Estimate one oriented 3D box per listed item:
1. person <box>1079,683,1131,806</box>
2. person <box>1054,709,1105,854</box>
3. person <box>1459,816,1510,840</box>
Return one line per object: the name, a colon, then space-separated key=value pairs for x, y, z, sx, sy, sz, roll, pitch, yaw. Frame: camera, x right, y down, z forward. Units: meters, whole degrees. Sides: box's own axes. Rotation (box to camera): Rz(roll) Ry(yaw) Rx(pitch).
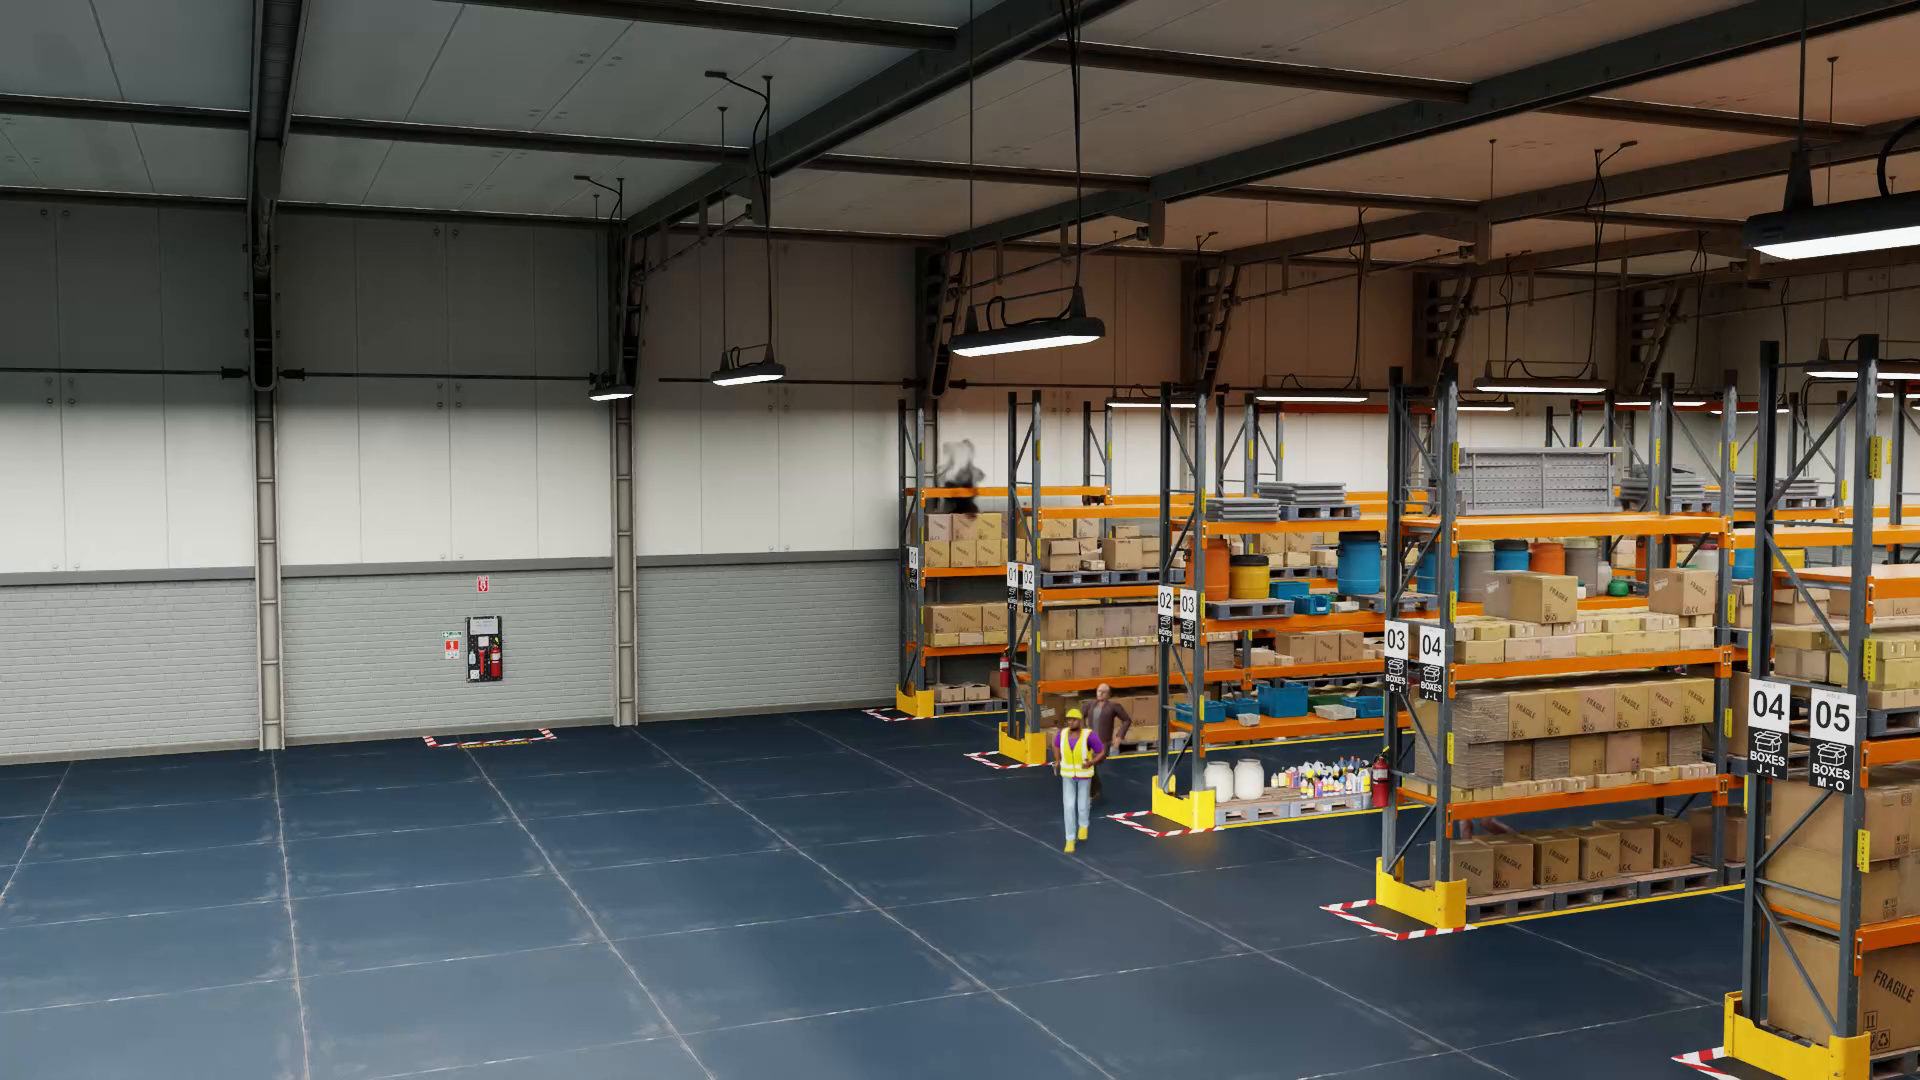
person: x=1.989 y=2.921 z=23.617 sx=0.771 sy=1.790 sz=0.723 roll=3 pitch=4 yaw=40
person: x=1.514 y=3.039 z=21.233 sx=0.691 sy=1.810 sz=0.828 roll=1 pitch=3 yaw=14
person: x=6.465 y=3.131 z=20.607 sx=0.859 sy=1.640 sz=0.590 roll=-2 pitch=4 yaw=-32
